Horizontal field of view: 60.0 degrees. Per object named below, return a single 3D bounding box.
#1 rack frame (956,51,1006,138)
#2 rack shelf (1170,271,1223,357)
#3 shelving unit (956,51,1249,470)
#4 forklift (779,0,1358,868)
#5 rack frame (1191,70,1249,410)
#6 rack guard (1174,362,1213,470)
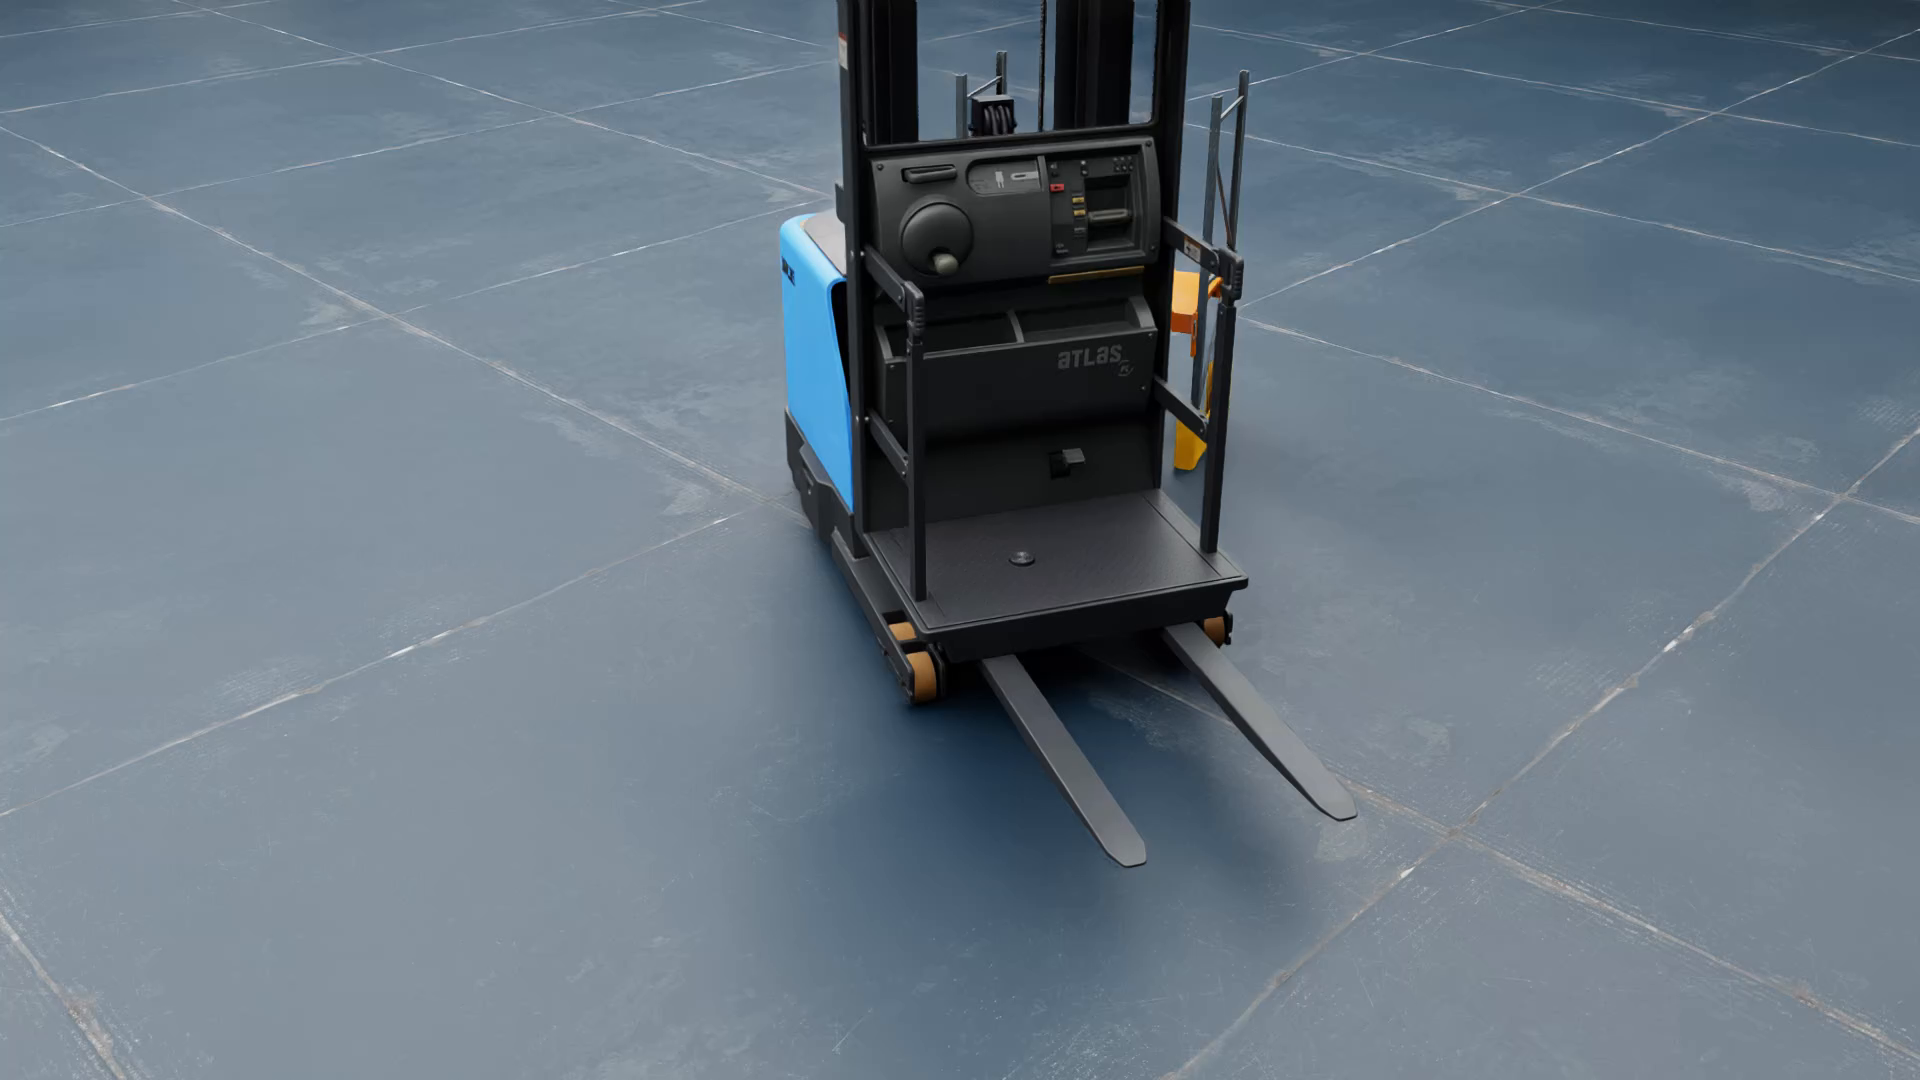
[{"bbox_3d":[0.087,-1.249,7.014,0.032,1.500,0.500,10,29,19],"label":"rack frame"},{"bbox_3d":[0.561,-1.004,6.934,1.000,0.185,0.538,10,29,19],"label":"rack shelf"},{"bbox_3d":[0.552,-1.165,6.853,1.083,1.500,0.587,10,29,19],"label":"shelving unit"},{"bbox_3d":[0.254,-0.991,4.985,1.130,2.935,3.031,-9,29,-16],"label":"forklift"},{"bbox_3d":[1.034,-1.077,6.686,0.032,1.500,0.500,10,29,19],"label":"rack frame"},{"bbox_3d":[1.016,-0.527,6.984,0.087,0.250,0.587,10,29,19],"label":"rack guard"}]
